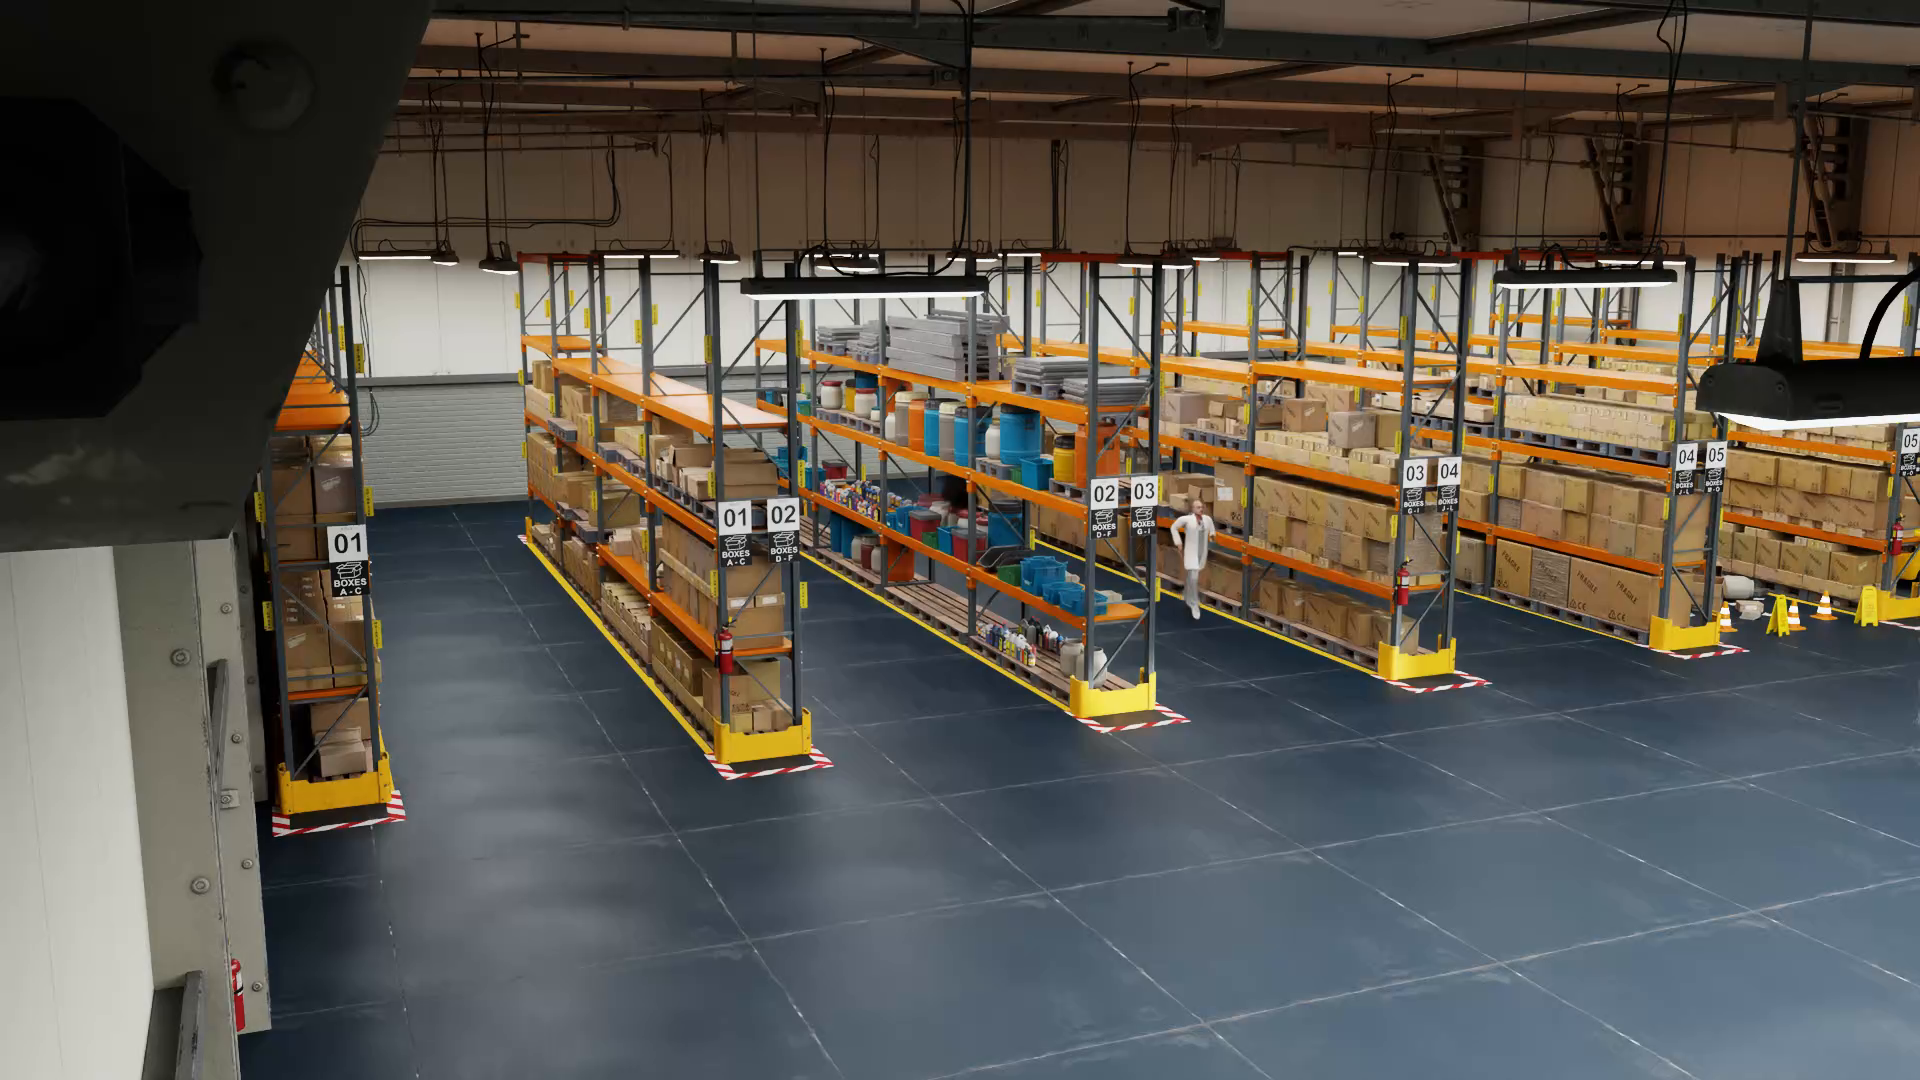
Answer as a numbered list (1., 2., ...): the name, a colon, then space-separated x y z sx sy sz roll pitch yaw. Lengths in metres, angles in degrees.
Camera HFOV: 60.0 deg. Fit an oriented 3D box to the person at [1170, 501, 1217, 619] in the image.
1. person: 3.843 0.290 27.059 0.689 1.894 0.820 -5 12 -26
